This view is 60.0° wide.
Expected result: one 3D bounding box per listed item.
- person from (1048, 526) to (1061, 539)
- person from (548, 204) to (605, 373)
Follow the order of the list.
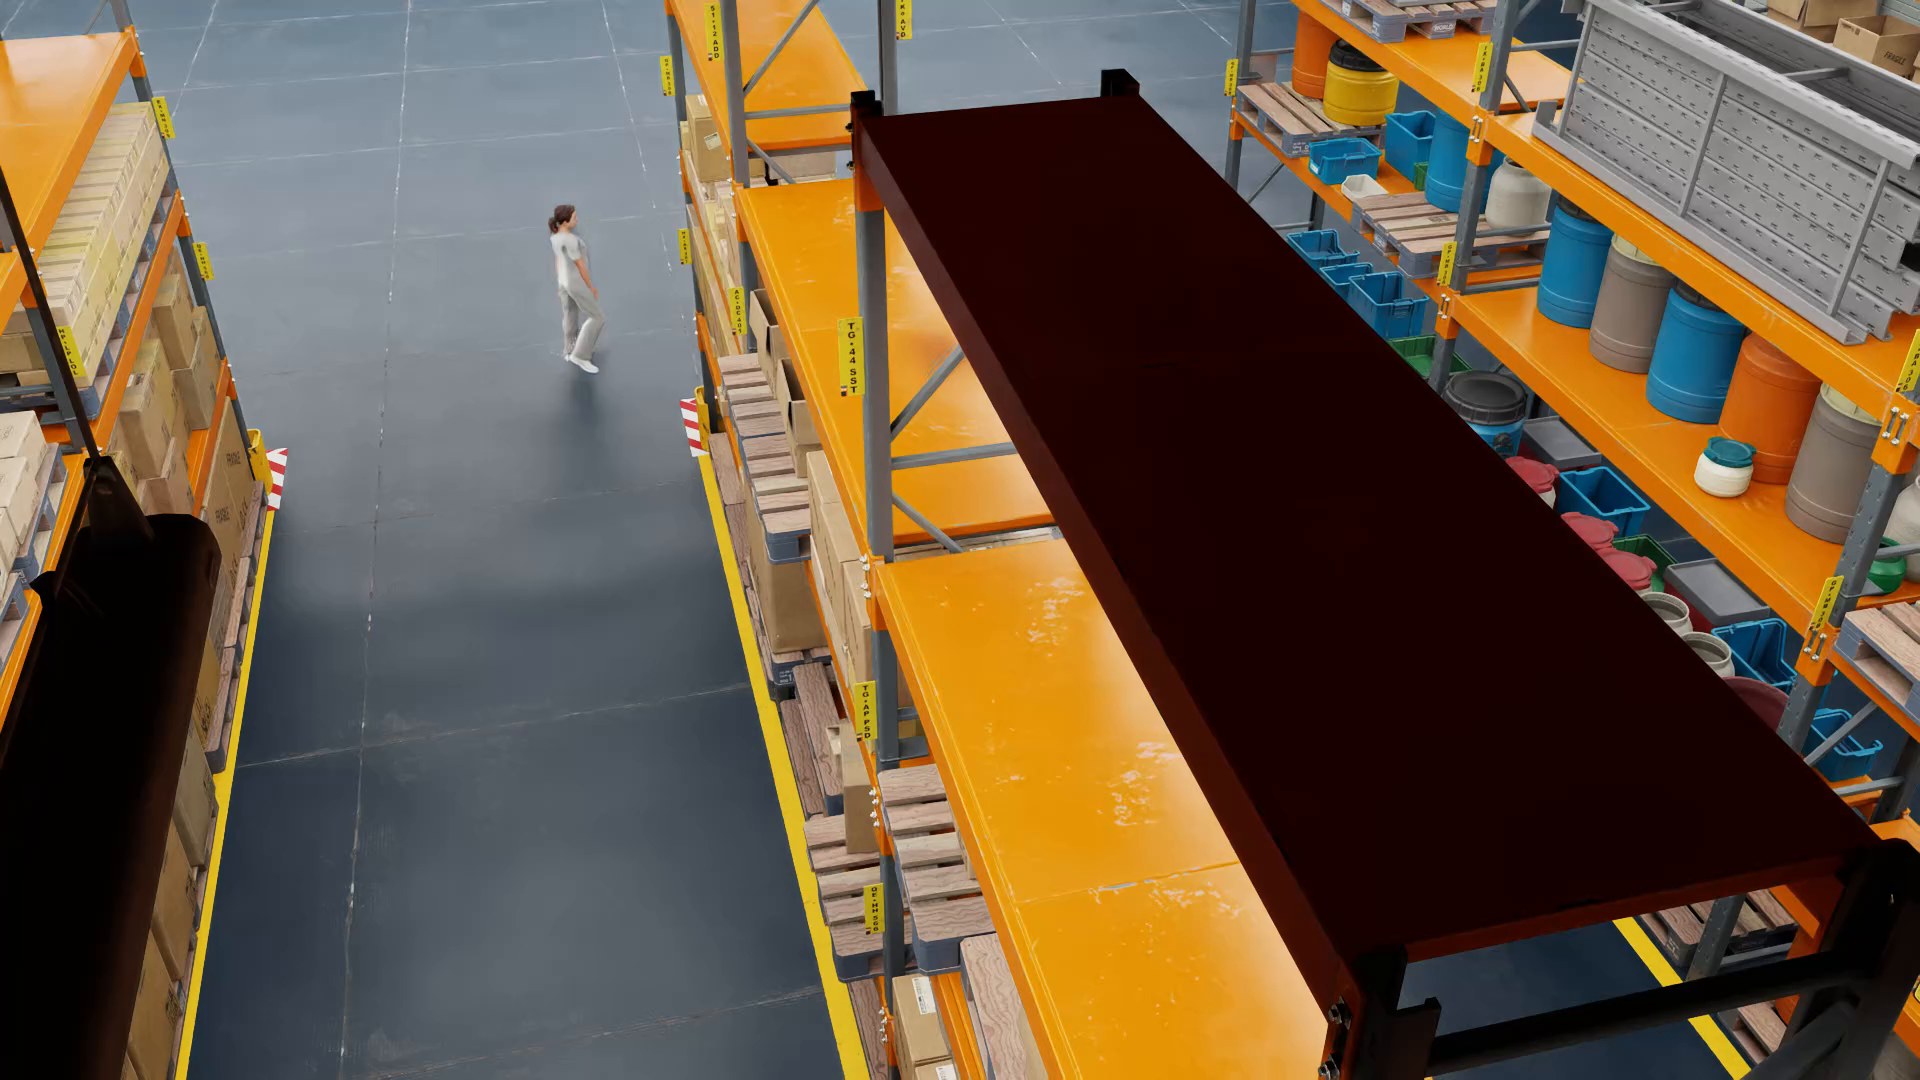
[{"bbox_3d":[0.568,0.077,12.189,0.371,1.589,0.433,-4,35,-5],"label":"person"},{"bbox_3d":[-3.760,-2.454,16.187,0.392,1.667,0.531,-23,41,-30],"label":"person"}]
